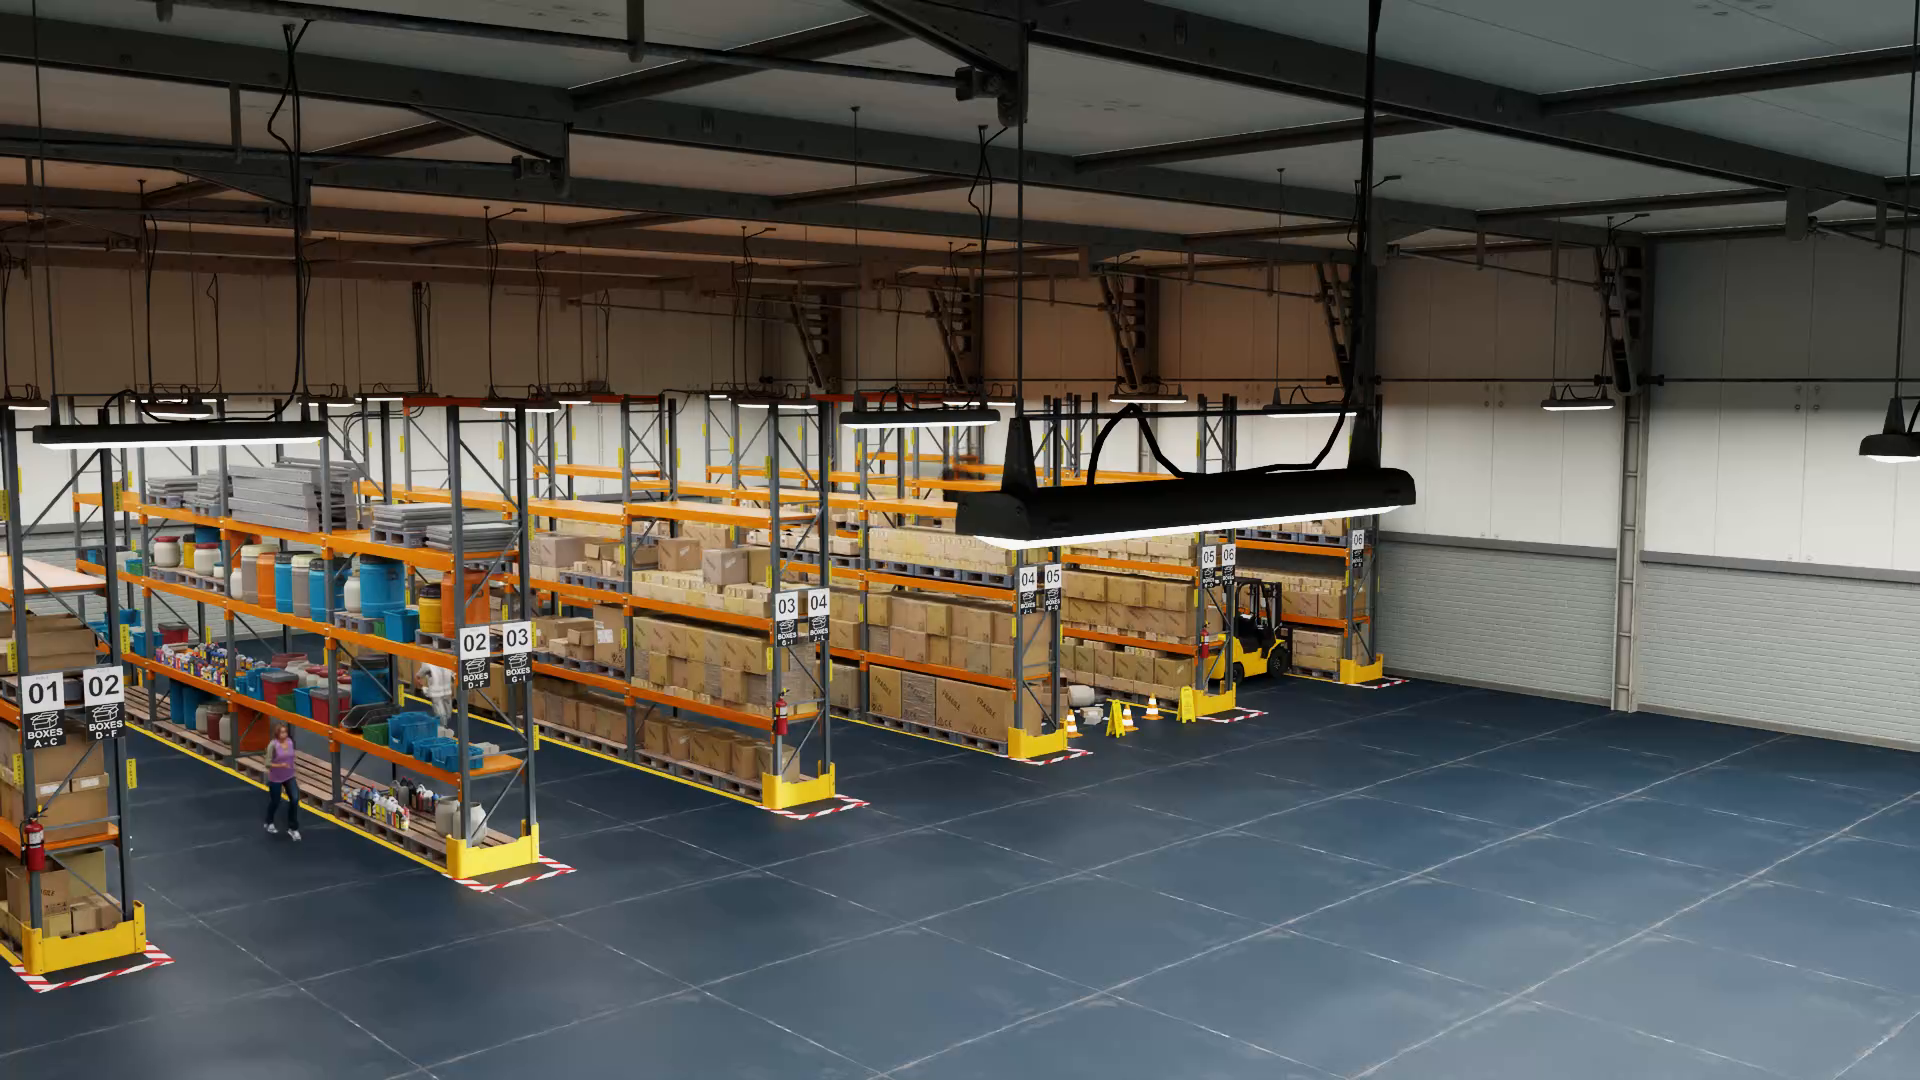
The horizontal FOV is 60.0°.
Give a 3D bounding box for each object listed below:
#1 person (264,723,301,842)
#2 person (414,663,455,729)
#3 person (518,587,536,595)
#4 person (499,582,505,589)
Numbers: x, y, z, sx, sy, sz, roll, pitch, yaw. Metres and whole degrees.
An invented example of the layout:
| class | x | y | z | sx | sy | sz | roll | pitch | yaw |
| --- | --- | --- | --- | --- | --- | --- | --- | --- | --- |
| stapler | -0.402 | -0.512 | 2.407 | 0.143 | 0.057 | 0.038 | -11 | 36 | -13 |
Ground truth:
| class | x | y | z | sx | sy | sz | roll | pitch | yaw |
| --- | --- | --- | --- | --- | --- | --- | --- | --- | --- |
| person | -9.353 | 3.329 | 22.904 | 0.777 | 1.644 | 0.490 | 5 | 7 | 42 |
| person | -8.965 | 2.681 | 28.619 | 0.941 | 1.763 | 0.696 | 4 | 7 | 38 |
| person | -10.508 | 1.600 | 40.611 | 0.776 | 1.673 | 0.683 | 4 | 7 | 35 |
| person | -10.578 | 1.781 | 38.198 | 0.762 | 1.710 | 0.611 | -4 | 7 | -35 |
